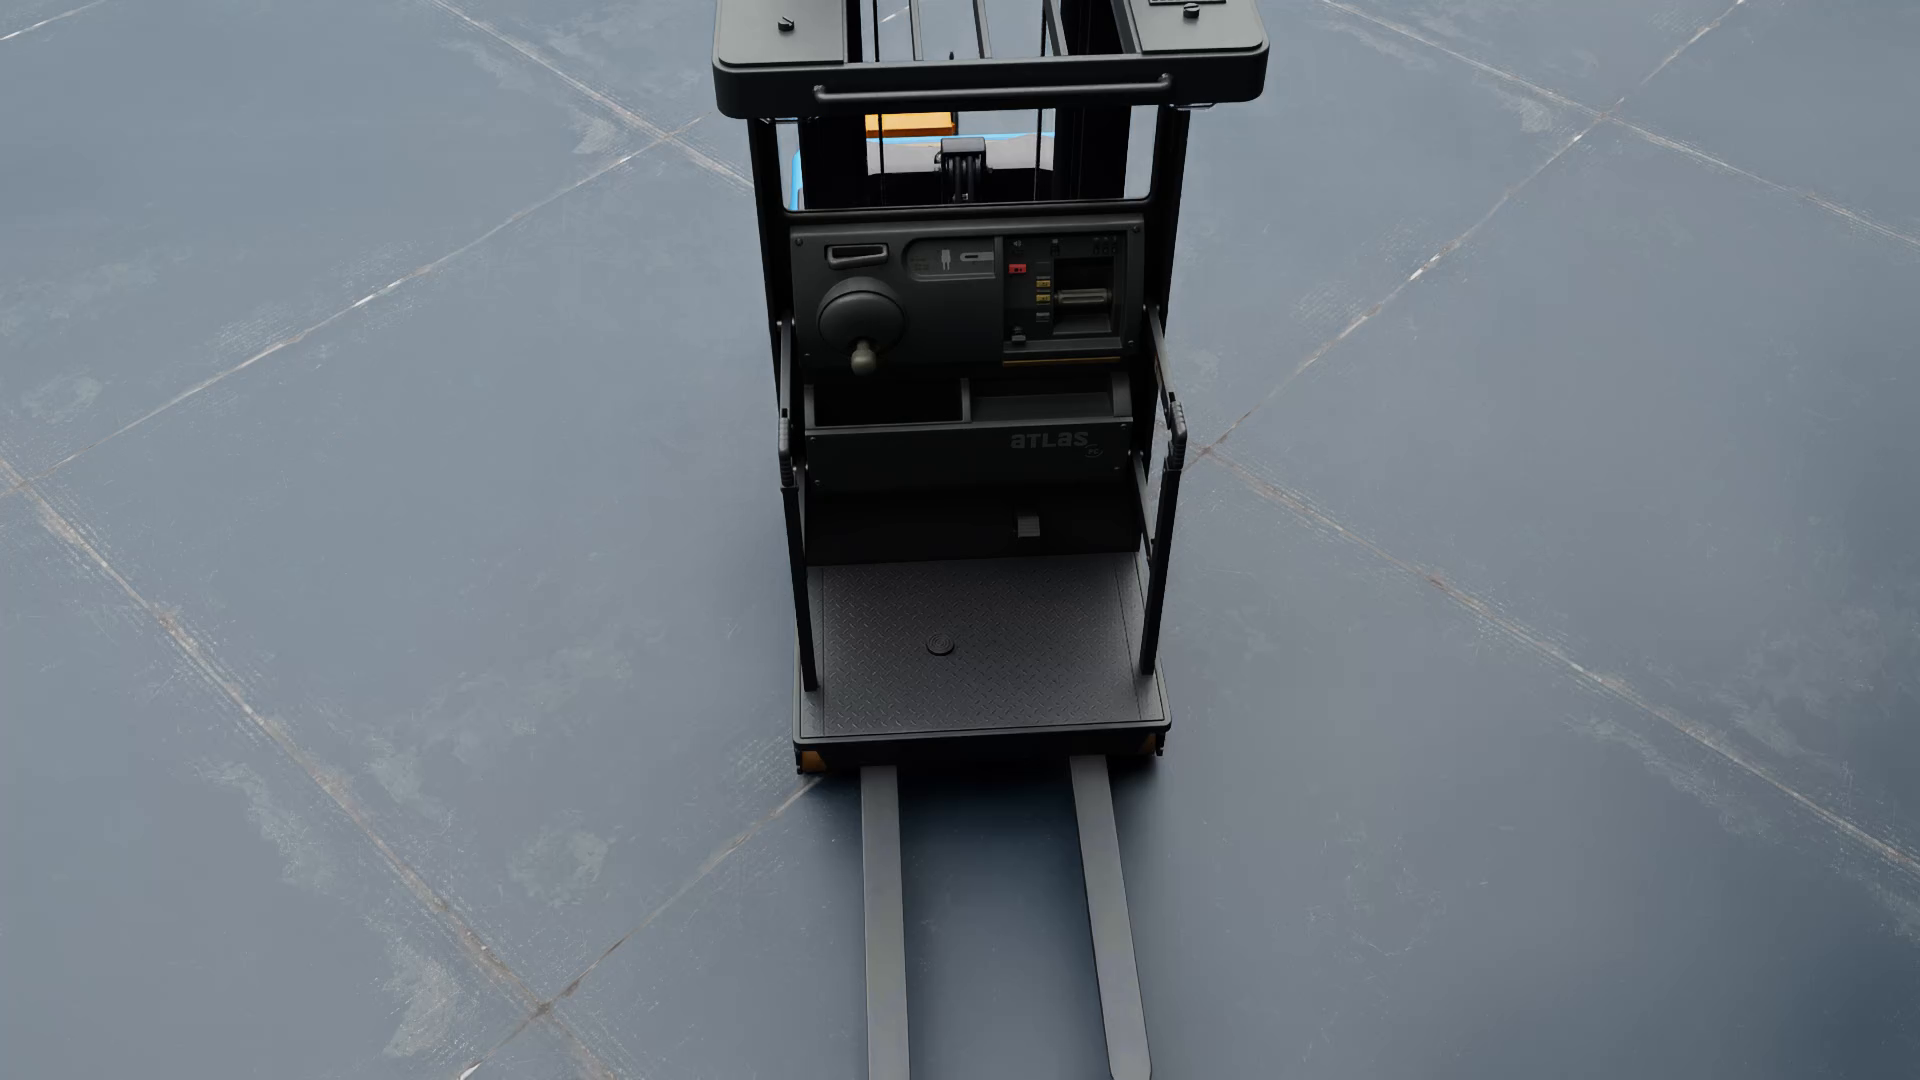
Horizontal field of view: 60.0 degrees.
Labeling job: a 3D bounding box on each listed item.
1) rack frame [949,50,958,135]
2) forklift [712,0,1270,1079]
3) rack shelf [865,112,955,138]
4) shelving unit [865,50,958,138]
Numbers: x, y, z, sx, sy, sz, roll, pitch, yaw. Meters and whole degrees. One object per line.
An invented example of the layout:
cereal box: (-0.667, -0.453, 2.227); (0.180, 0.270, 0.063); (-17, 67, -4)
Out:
rack frame: (-0.021, -1.173, 6.029); (0.015, 1.200, 0.240); (-3, 47, -3)
forklift: (0.038, -0.551, 4.256); (1.130, 2.935, 3.031); (-3, 47, -2)
rack shelf: (-0.265, -1.430, 5.730); (0.480, 0.148, 0.258); (-3, 47, -3)
shelving unit: (-0.265, -1.161, 6.017); (0.503, 1.200, 0.258); (-3, 47, -3)
